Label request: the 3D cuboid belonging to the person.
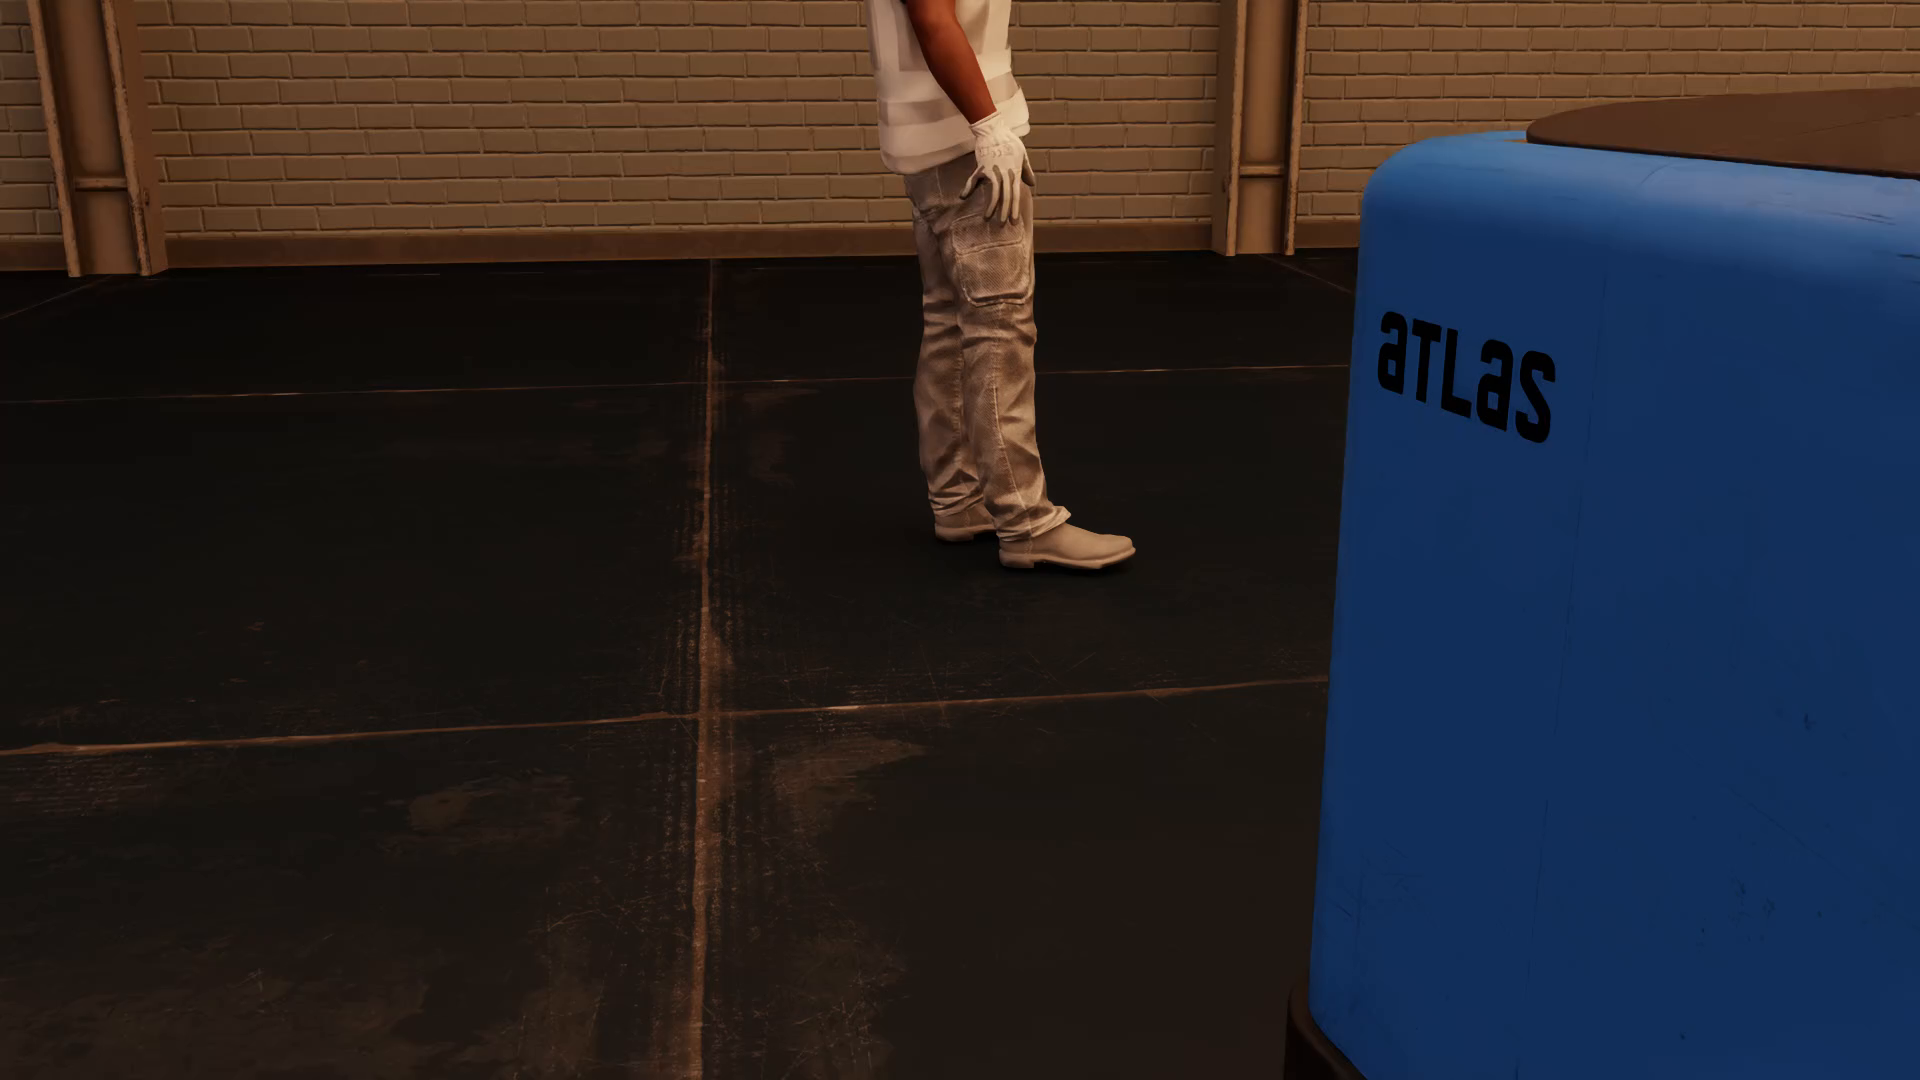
[{"bbox_3d":[0.072,-0.861,3.707,0.577,1.782,0.656,-2,17,-8],"label":"person"}]
